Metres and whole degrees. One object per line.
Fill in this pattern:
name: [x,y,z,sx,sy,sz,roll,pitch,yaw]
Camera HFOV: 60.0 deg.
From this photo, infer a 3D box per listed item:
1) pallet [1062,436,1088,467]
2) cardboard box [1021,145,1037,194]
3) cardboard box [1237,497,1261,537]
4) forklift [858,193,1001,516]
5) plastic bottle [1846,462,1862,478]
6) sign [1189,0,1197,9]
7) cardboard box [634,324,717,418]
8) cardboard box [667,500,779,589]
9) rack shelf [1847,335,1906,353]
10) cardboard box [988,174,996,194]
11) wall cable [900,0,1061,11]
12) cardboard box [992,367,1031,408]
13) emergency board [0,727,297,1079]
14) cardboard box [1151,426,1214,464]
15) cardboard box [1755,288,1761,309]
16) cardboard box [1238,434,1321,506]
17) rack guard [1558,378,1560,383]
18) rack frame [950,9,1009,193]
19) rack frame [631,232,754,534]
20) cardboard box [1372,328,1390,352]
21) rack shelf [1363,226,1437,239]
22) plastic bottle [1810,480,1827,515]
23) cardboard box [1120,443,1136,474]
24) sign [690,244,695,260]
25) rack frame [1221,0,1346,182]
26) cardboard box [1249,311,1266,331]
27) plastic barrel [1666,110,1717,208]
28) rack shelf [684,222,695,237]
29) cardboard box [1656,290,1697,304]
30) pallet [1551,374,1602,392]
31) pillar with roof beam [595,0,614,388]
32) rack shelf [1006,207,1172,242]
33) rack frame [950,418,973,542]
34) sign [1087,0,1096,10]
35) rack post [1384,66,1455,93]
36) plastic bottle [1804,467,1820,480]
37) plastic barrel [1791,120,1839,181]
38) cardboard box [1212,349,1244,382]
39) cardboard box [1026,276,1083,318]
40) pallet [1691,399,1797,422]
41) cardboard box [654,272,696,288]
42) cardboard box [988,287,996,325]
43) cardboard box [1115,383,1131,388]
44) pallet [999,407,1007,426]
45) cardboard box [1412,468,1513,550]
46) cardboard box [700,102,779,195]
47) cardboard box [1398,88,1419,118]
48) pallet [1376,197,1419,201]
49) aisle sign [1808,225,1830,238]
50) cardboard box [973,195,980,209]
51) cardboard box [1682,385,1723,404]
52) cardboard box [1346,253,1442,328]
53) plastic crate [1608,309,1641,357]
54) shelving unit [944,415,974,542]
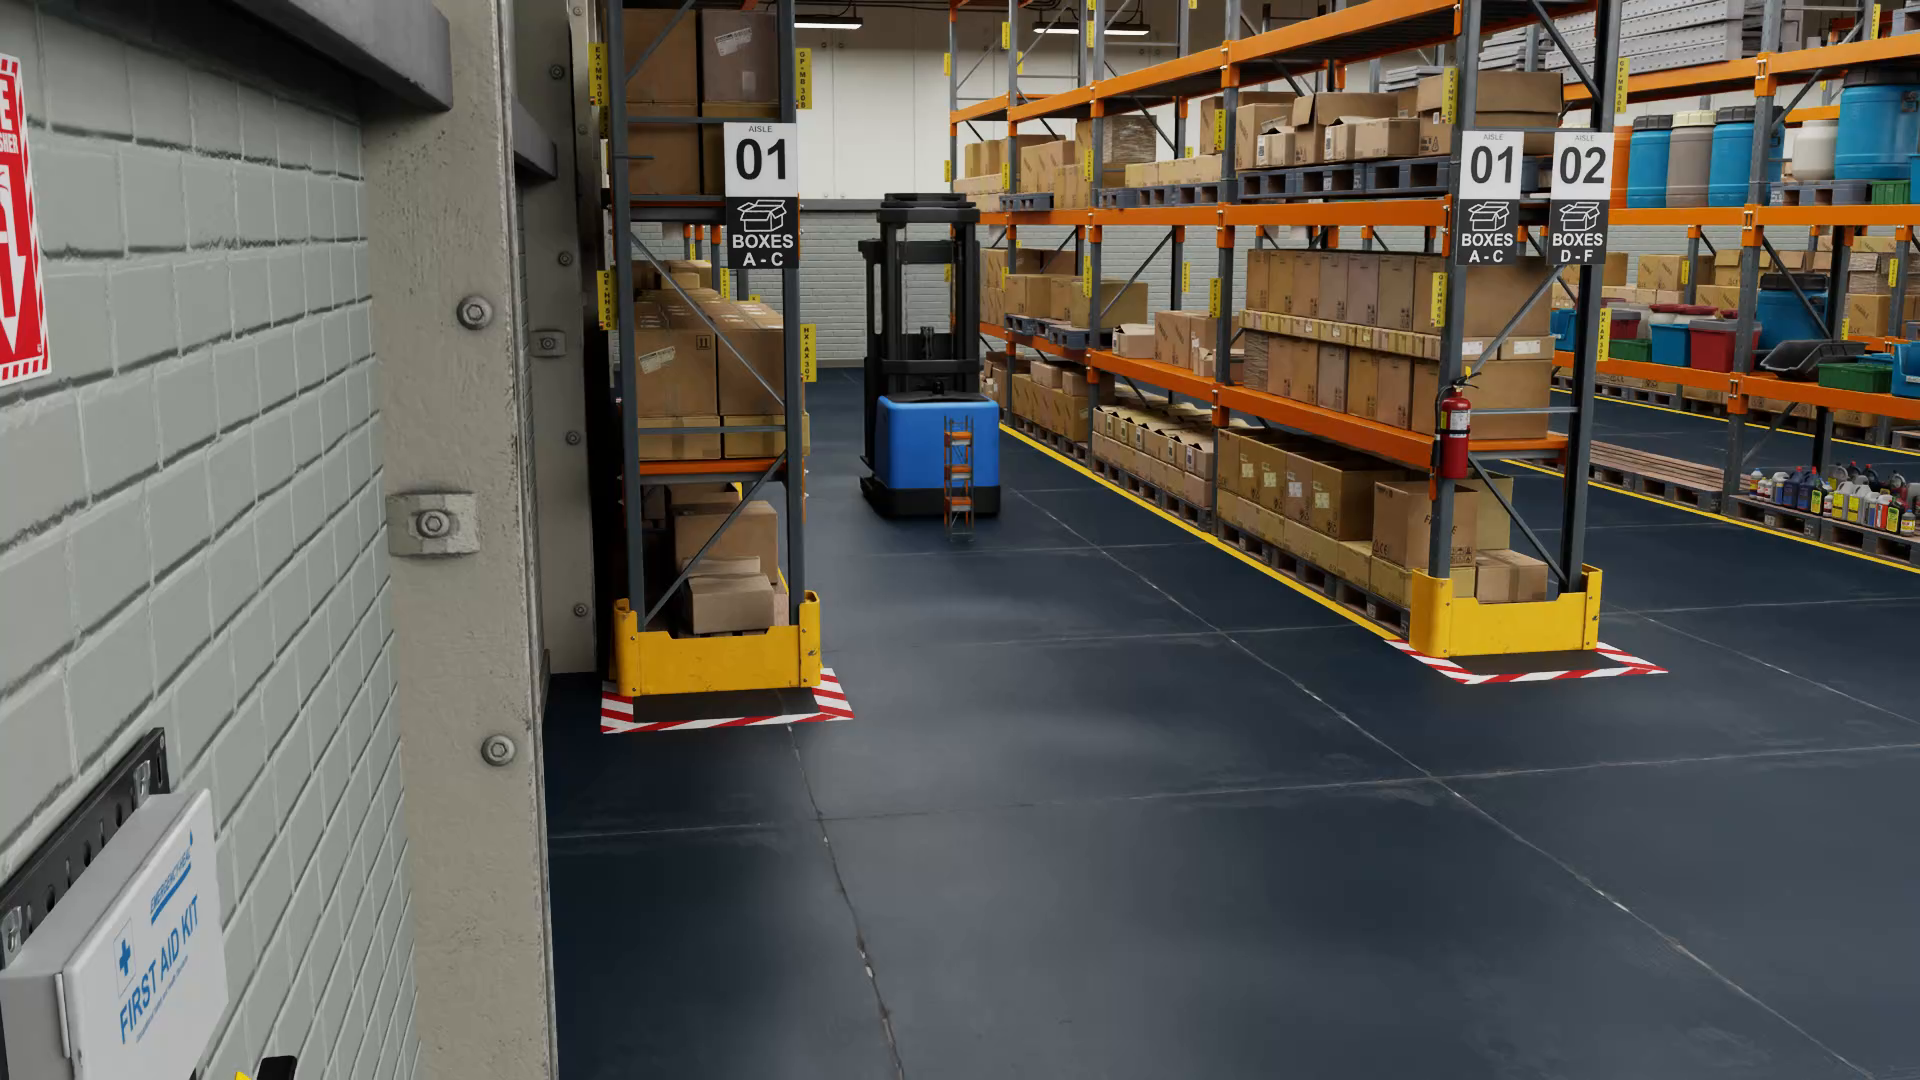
pallet: [1.795,-1.032,19.056,1.003,0.211,1.213,-2,11,-11]
cardboard box: [1.151,-4.680,21.085,0.600,0.600,0.600,-3,11,-16]
cardboard box: [2.566,-0.198,13.444,0.500,0.250,0.500,-2,11,-11]
forklift: [-0.395,-1.884,16.254,1.130,2.935,3.031,-2,11,-10]
plastic bottle: [7.949,-0.517,14.798,0.144,0.351,0.185,-2,11,-13]
sign: [2.447,-5.768,17.515,0.100,0.325,0.005,-2,11,-11]
cardboard box: [-1.699,-0.999,9.765,0.500,0.500,0.500,-2,11,-12]
cardboard box: [-1.650,0.025,11.552,0.700,0.500,0.500,-3,11,-15]
rack shelf: [11.232,-2.637,21.952,1.077,0.370,4.000,-2,11,-11]
cardboard box: [0.670,-4.814,22.509,0.500,0.250,0.500,-2,11,-11]
wall cable: [0.429,-10.949,30.285,3.097,2.526,0.112,-2,11,-11]
cardboard box: [0.736,-2.080,22.610,0.500,0.500,0.500,-2,11,-11]
emergency board: [-0.774,0.842,1.748,0.194,1.169,0.643,-2,11,-11]
cardboard box: [2.119,-0.912,15.696,0.500,0.311,0.500,-2,11,-11]
cardboard box: [10.883,-3.129,22.345,0.500,0.500,0.500,-2,11,-12]
cardboard box: [2.569,-0.566,13.374,0.500,0.500,0.500,-2,11,-11]
rack guard: [10.061,-2.867,27.923,1.175,0.500,0.348,-2,11,-11]
rack frame: [0.347,-6.678,25.216,1.000,3.000,0.127,-2,11,-11]
rack frame: [-2.177,-1.349,13.264,1.000,3.000,0.127,-2,11,-11]
cardboard box: [3.049,-1.369,11.362,0.380,0.149,0.250,-2,11,-10]
rack shelf: [6.374,-3.930,20.725,1.077,0.370,4.000,-2,11,-11]
plastic bottle: [7.319,-0.362,14.163,0.061,0.283,0.133,-2,11,-8]
cardboard box: [1.923,-0.825,16.741,0.500,0.250,0.500,-2,11,-13]
sign: [-3.976,-4.253,24.787,0.100,0.325,0.005,-2,11,-11]
rack frame: [2.681,-4.477,13.653,1.000,3.000,0.127,-2,11,-11]
cardboard box: [2.593,-1.796,13.606,0.380,0.149,0.250,-2,11,-10]
plastic barrel: [7.102,-3.635,15.908,0.600,0.901,0.600,0,11,0]
rack shelf: [-4.122,-4.304,22.687,1.077,0.370,4.000,-2,11,-11]
cardboard box: [10.500,-3.501,24.173,0.500,0.250,0.500,-2,11,-12]
pallet: [10.298,-2.577,27.171,1.003,0.211,1.213,-2,11,-11]
pillar with roof beam: [-1.662,-7.118,27.525,9.100,9.000,0.548,-2,11,-11]
rack shelf: [1.514,-3.751,19.782,1.077,0.370,4.000,-2,11,-11]
rack frame: [0.013,-0.503,14.032,0.200,1.050,0.008,-2,11,-11]
sign: [1.373,-5.687,17.299,0.100,0.325,0.005,-2,11,-11]
rack post: [6.118,-5.931,21.494,0.937,0.300,0.954,-2,11,-12]
plastic bottle: [7.432,-0.467,14.534,0.144,0.351,0.185,-2,11,-11]
plastic barrel: [7.432,-3.358,14.374,0.421,0.512,0.421,0,11,0]
cardboard box: [2.543,-1.545,14.694,0.500,0.250,0.500,-1,11,-7]
cardboard box: [1.194,-3.034,20.724,0.700,0.500,0.500,0,11,-2]
pallet: [11.067,-1.848,23.343,1.003,0.211,1.213,-2,11,-11]
cardboard box: [-2.859,-2.605,16.680,0.380,0.149,0.250,-4,11,-18]
cardboard box: [0.675,-3.223,22.842,0.500,0.500,0.500,-2,11,-9]
cardboard box: [1.789,-1.629,20.244,0.500,0.500,0.500,-3,11,-13]
pallet: [0.993,-1.753,22.845,1.003,0.211,1.213,-2,11,-11]
cardboard box: [3.474,-0.219,11.548,0.500,0.500,0.500,-2,11,-11]
cardboard box: [-1.219,-2.219,9.488,0.500,0.500,0.500,-2,11,-10]
cardboard box: [3.404,-2.909,11.670,0.500,0.500,0.500,-2,11,-11]
pallet: [6.233,-4.417,21.866,1.213,0.211,1.003,-2,11,-11]
aisle sign: [14.642,-5.532,28.286,0.394,0.787,0.004,-2,11,-11]
cardboard box: [0.485,-4.752,23.521,0.500,0.250,0.500,-2,11,-11]
cardboard box: [10.987,-2.403,23.358,1.225,0.875,0.875,-2,11,-11]
cardboard box: [3.164,-1.767,11.723,0.700,0.500,0.500,-2,11,-11]
plastic crate: [6.777,-2.167,17.389,0.402,0.464,0.583,-2,11,-11]
shelving unit: [-0.010,-0.526,14.150,0.215,1.050,0.252,-2,11,-11]
